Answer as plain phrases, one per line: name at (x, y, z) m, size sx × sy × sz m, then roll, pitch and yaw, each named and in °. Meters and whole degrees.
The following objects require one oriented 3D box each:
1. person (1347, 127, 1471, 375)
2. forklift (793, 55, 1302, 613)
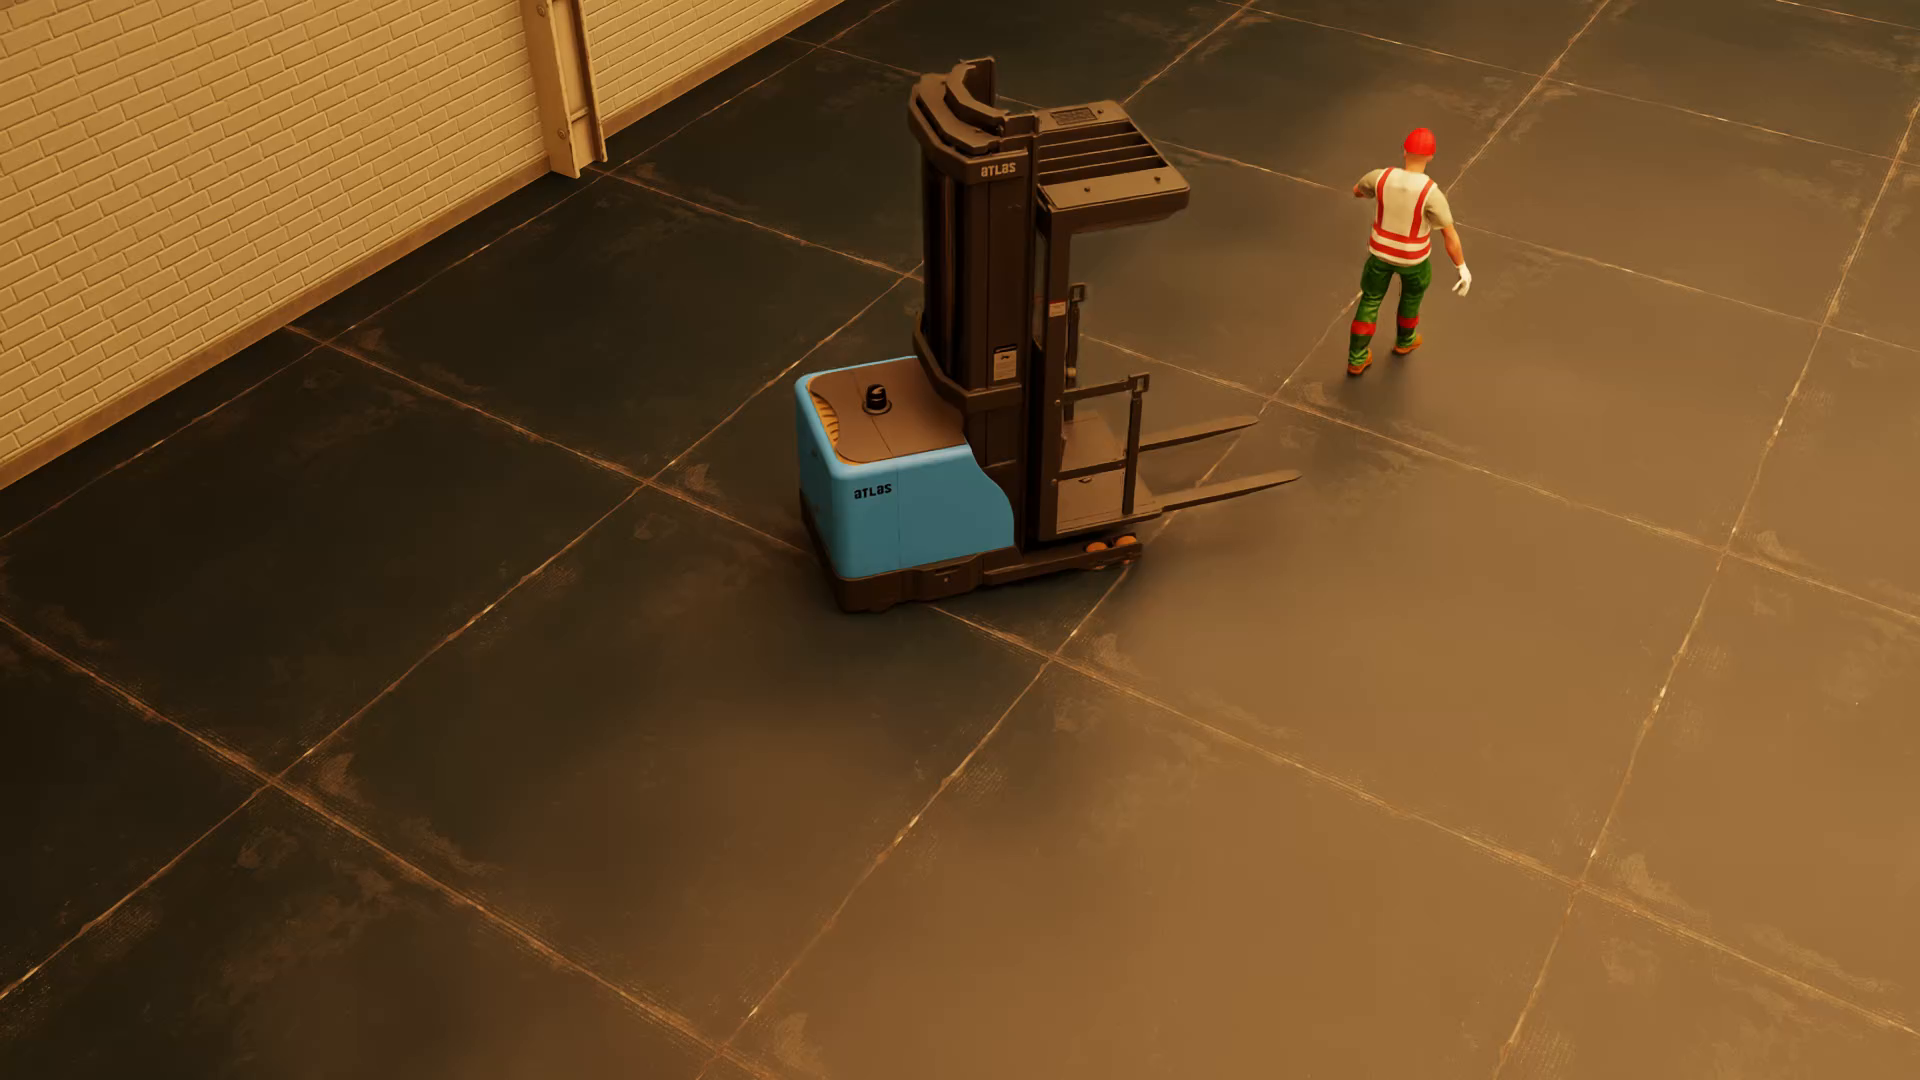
person at (3.022, -1.961, 11.204) m, size 1.011 × 1.766 × 0.731 m, roll 23°, pitch 45°, yaw 24°
forklift at (0.589, -1.254, 9.446) m, size 3.031 × 2.935 × 1.130 m, roll -12°, pitch 42°, yaw -14°
